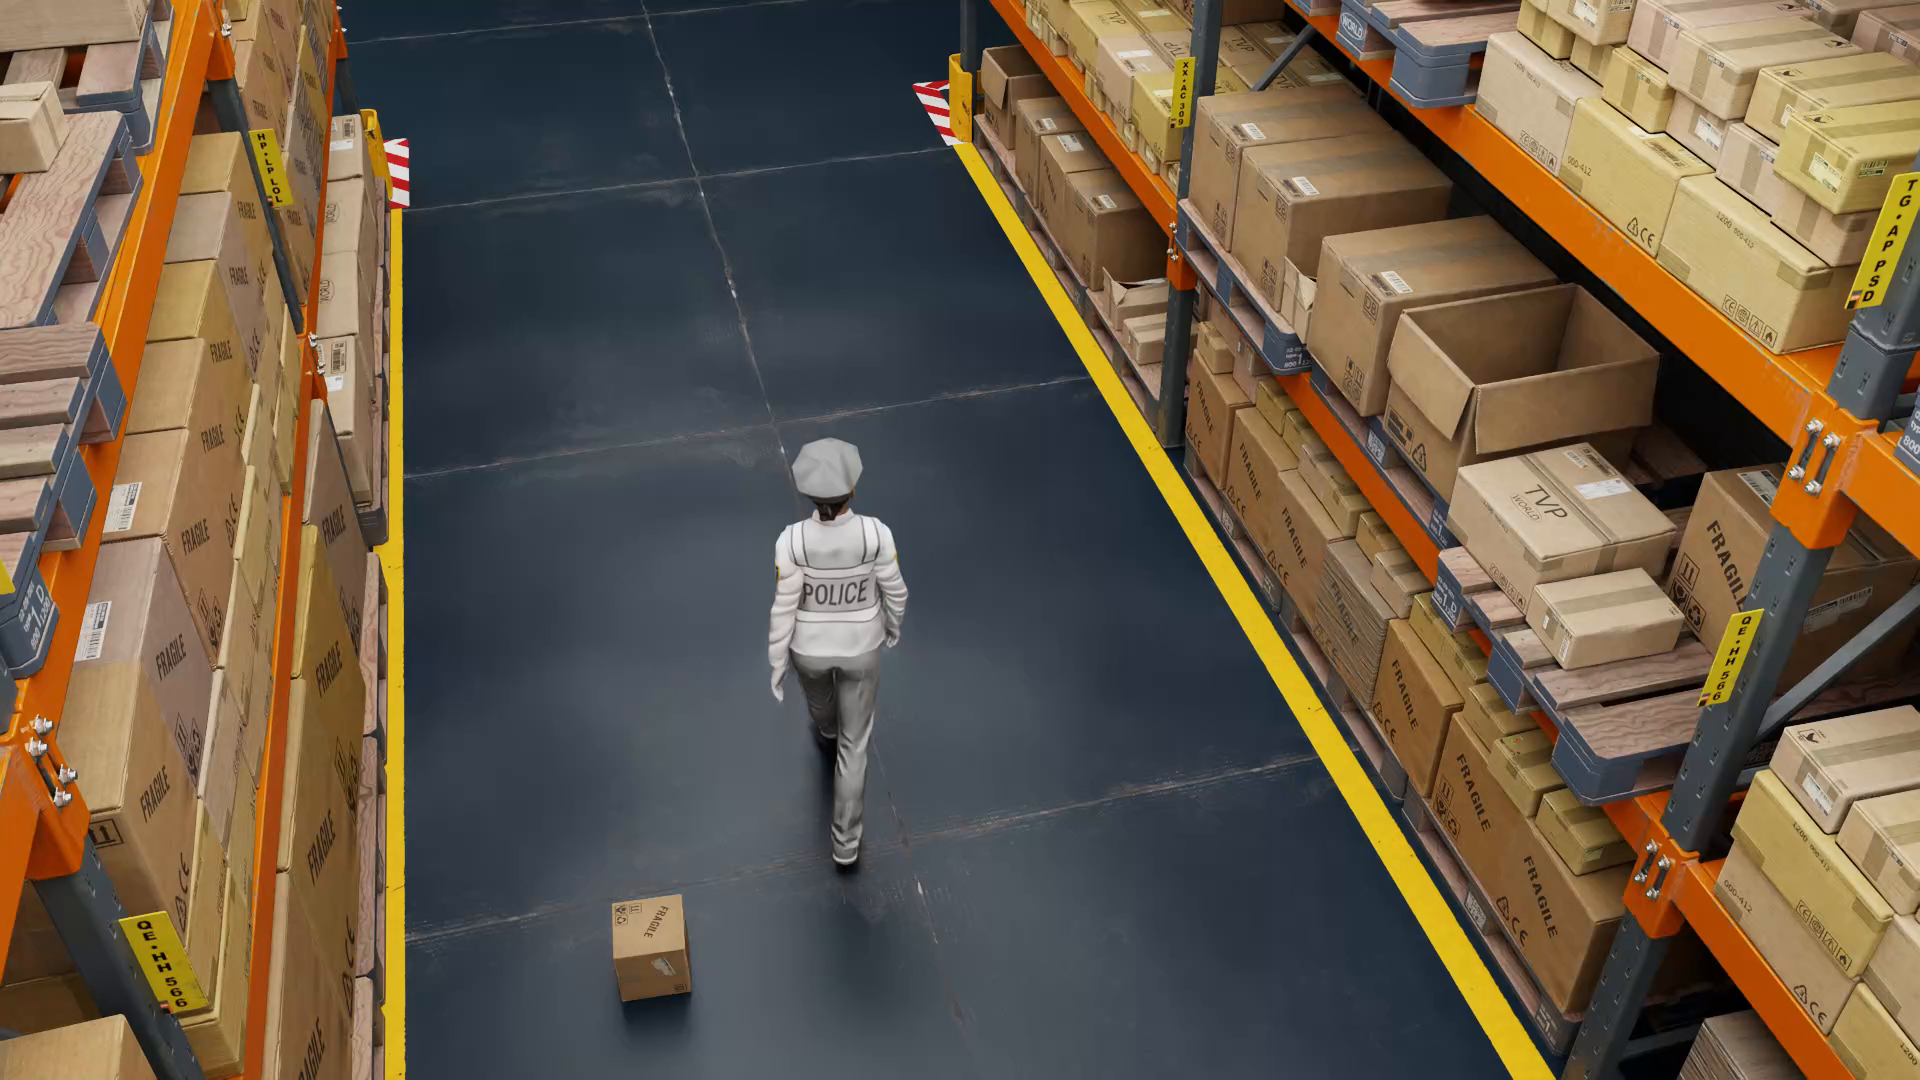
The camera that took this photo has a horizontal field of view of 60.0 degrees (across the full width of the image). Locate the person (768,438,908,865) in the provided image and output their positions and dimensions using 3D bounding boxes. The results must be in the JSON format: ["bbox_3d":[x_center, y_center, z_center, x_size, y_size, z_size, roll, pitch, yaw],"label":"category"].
[{"bbox_3d":[-0.449,0.335,6.263,0.514,1.616,0.969,0,38,0],"label":"person"}]
